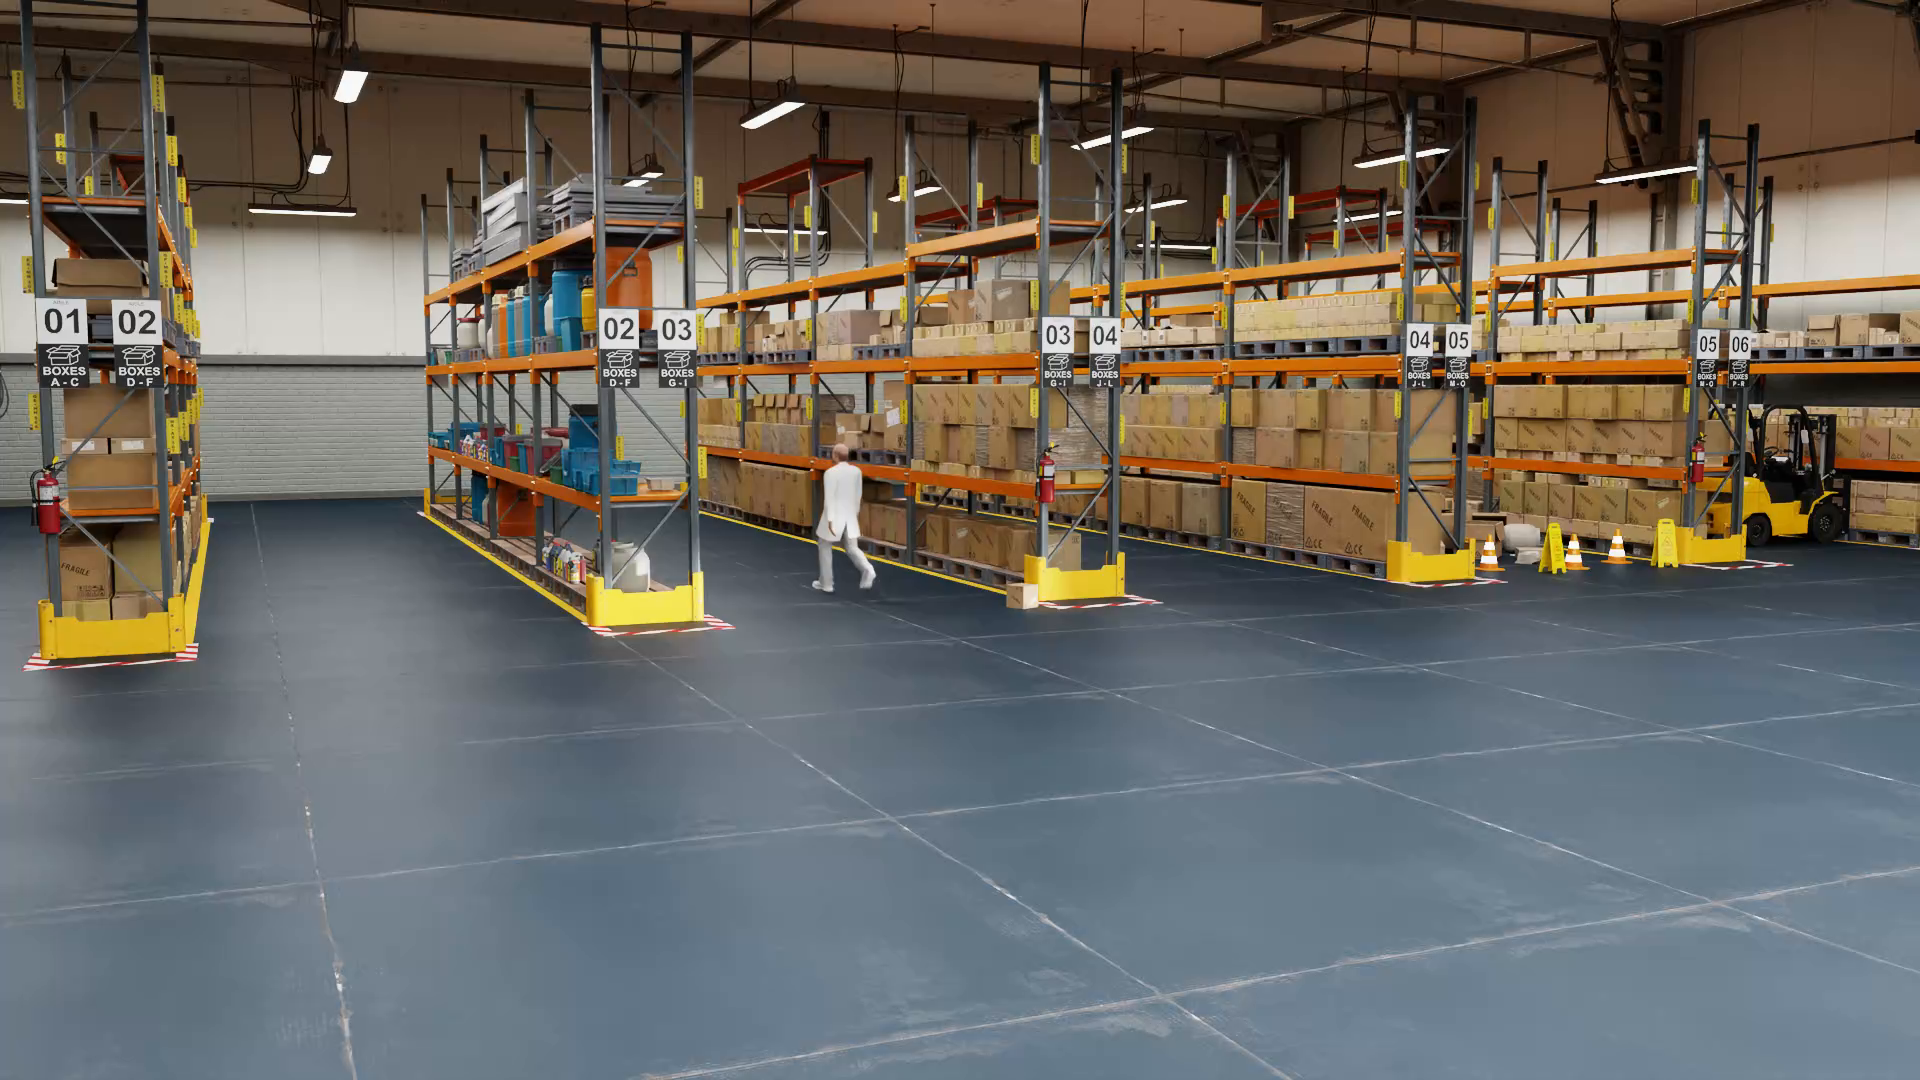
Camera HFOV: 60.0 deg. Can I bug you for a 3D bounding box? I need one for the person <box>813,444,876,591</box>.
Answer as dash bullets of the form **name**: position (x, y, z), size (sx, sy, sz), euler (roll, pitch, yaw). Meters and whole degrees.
- **person**: position (-1.364, -0.254, 19.361), size (0.567, 1.737, 1.034), euler (-4, 7, -36)
